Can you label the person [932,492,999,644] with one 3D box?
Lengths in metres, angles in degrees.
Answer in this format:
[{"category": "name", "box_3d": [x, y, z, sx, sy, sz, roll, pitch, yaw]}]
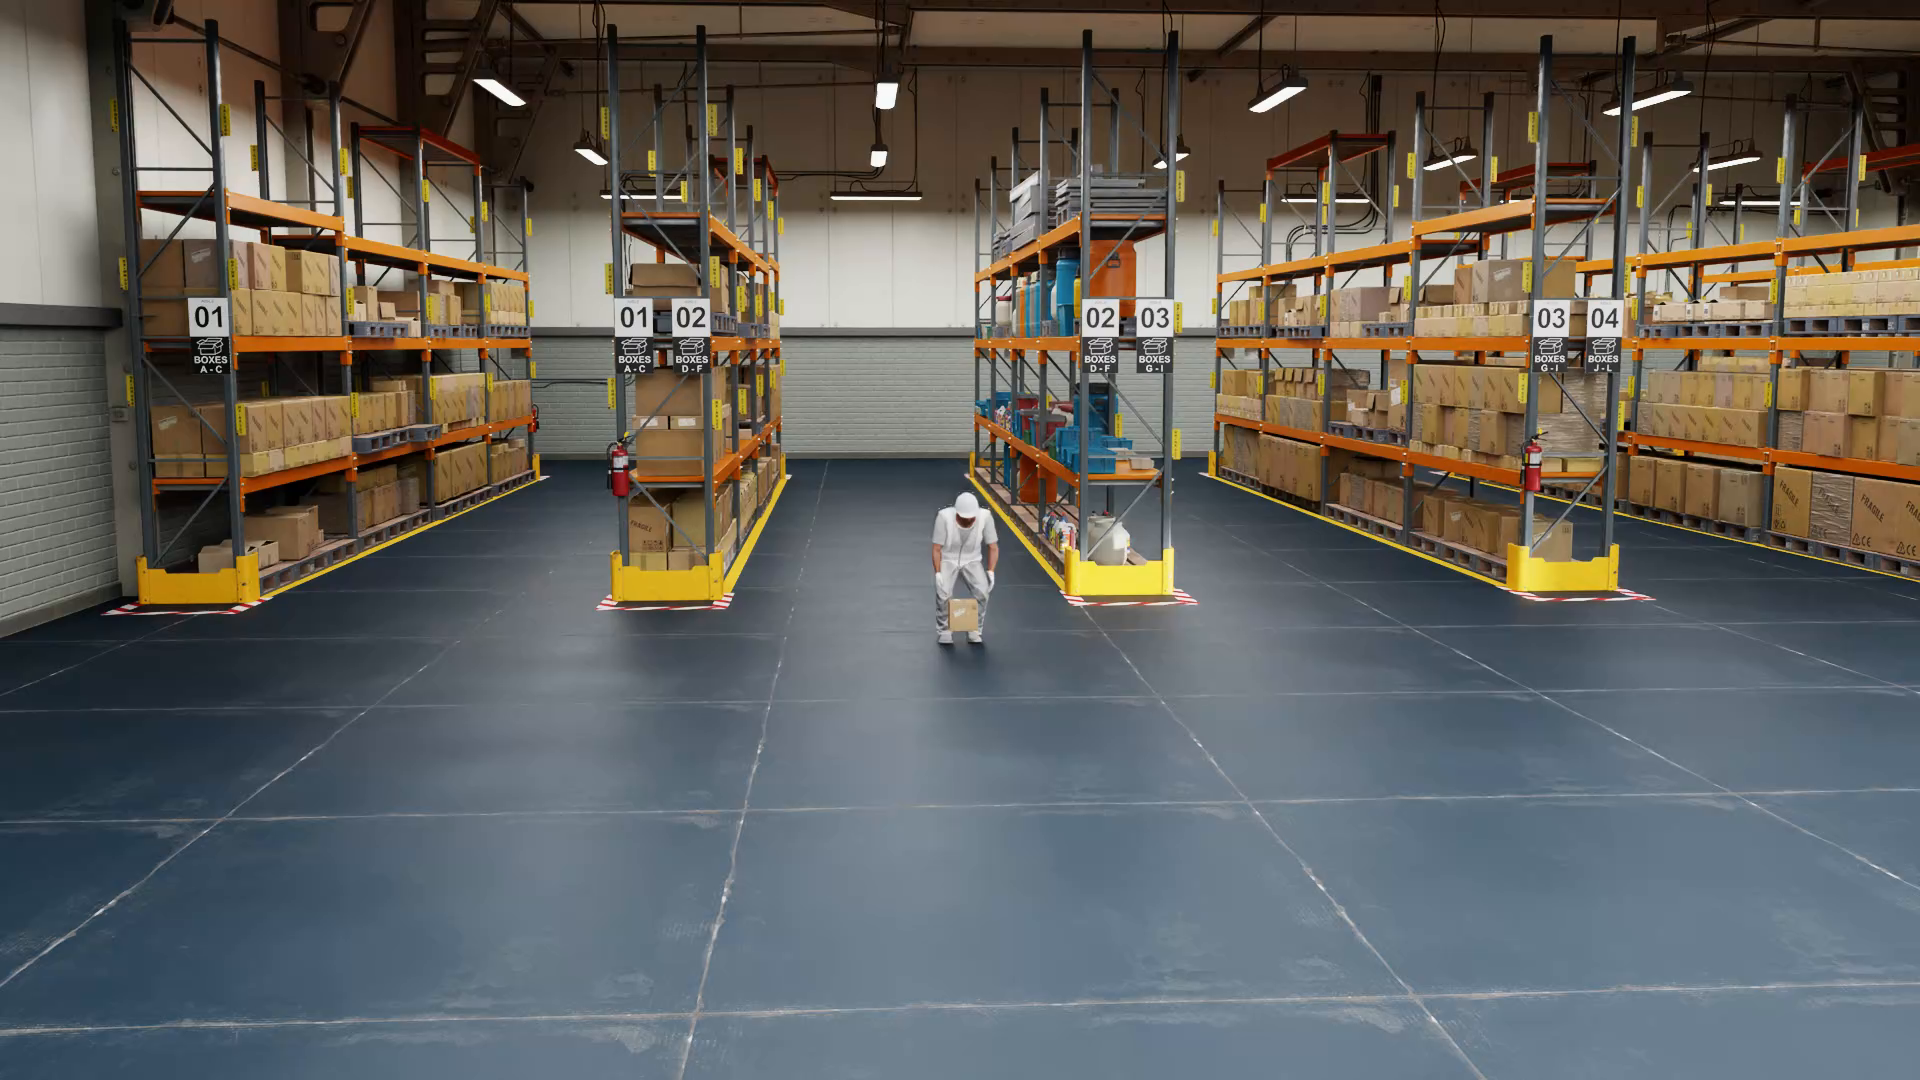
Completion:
[{"category": "person", "box_3d": [0.042, 0.242, 15.197, 0.613, 1.412, 0.772, 0, 7, -4]}]
